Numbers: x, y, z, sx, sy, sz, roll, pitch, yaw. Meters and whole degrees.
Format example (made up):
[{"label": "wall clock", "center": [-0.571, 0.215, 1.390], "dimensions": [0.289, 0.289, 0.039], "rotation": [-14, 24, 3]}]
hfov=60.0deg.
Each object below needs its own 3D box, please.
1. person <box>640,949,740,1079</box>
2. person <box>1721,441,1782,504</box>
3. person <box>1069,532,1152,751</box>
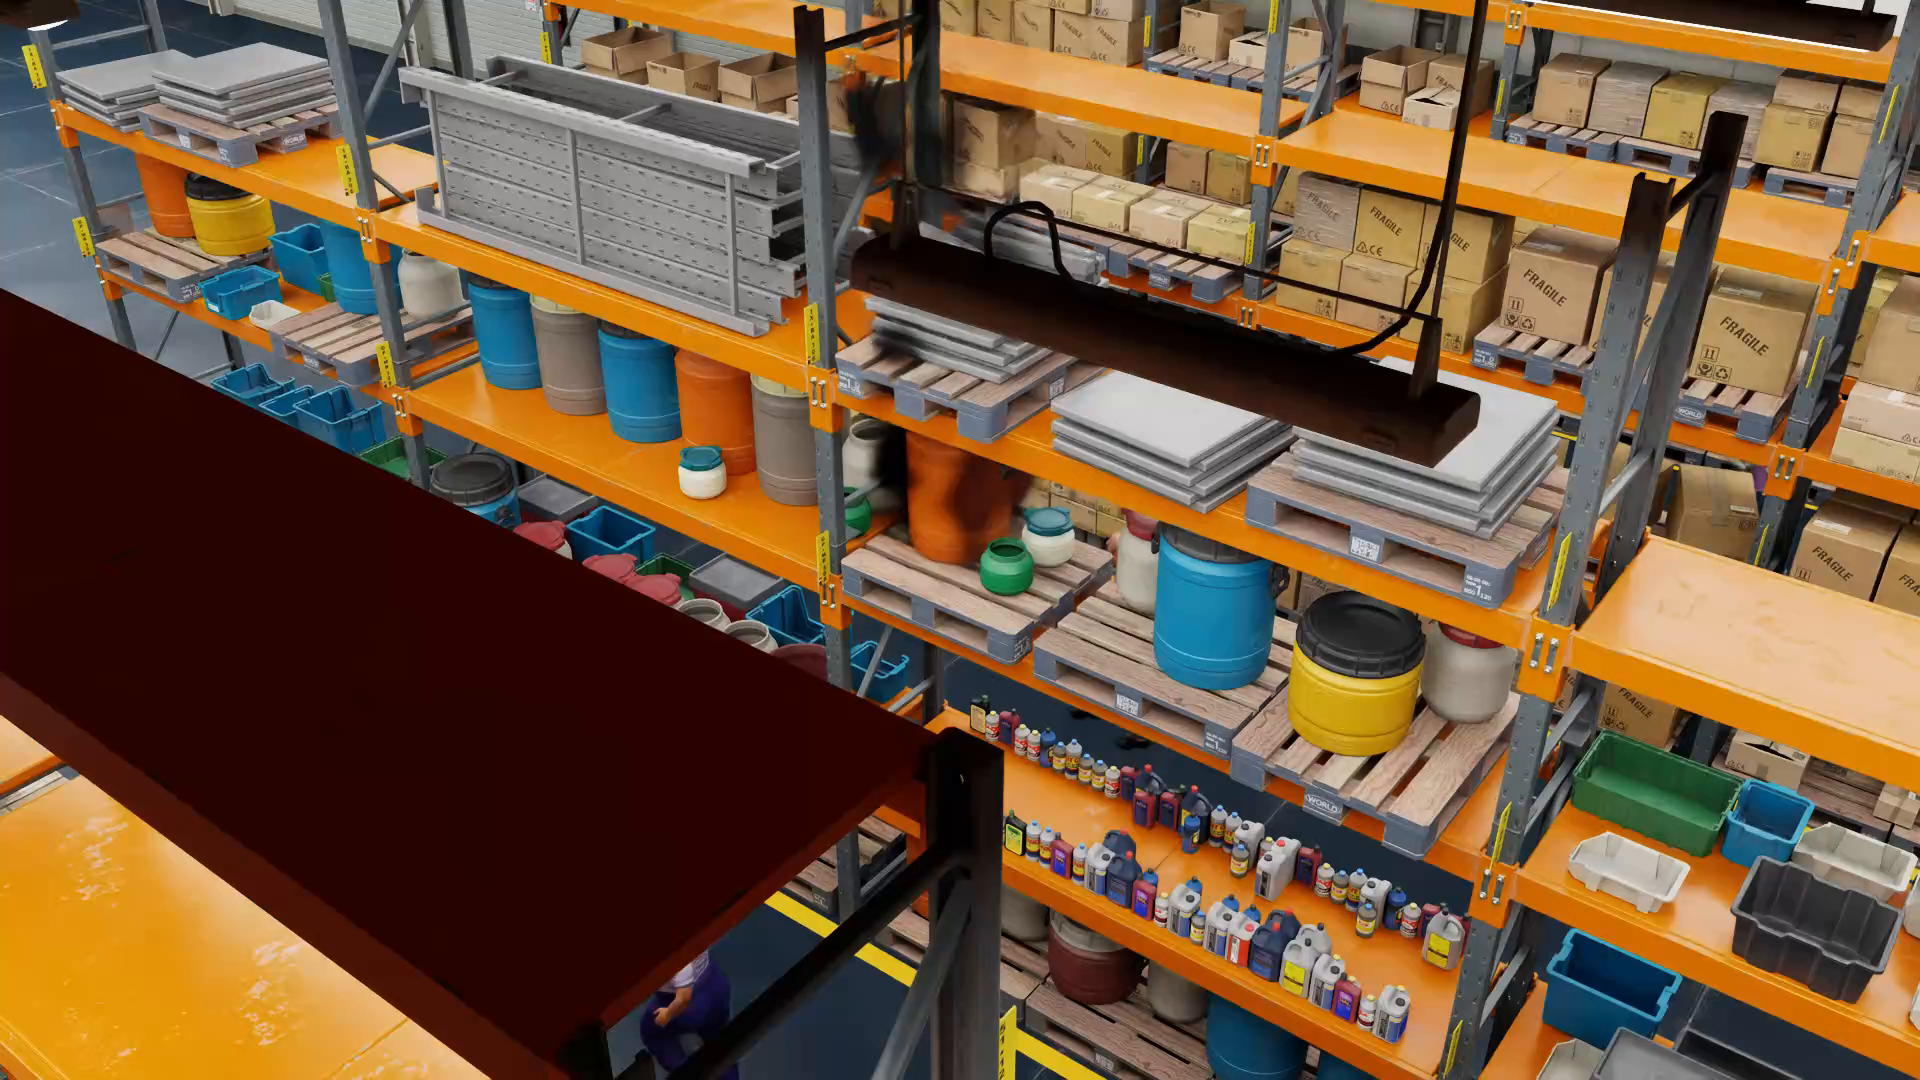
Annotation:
[{"label": "person", "center": [-1.519, 2.497, 9.101], "dimensions": [0.592, 1.653, 0.590], "rotation": [17, 35, 26]}, {"label": "person", "center": [6.862, -0.450, 14.454], "dimensions": [0.797, 1.623, 0.519], "rotation": [14, 34, 21]}, {"label": "person", "center": [1.102, 0.711, 11.888], "dimensions": [0.781, 1.786, 0.635], "rotation": [19, 36, 29]}]
